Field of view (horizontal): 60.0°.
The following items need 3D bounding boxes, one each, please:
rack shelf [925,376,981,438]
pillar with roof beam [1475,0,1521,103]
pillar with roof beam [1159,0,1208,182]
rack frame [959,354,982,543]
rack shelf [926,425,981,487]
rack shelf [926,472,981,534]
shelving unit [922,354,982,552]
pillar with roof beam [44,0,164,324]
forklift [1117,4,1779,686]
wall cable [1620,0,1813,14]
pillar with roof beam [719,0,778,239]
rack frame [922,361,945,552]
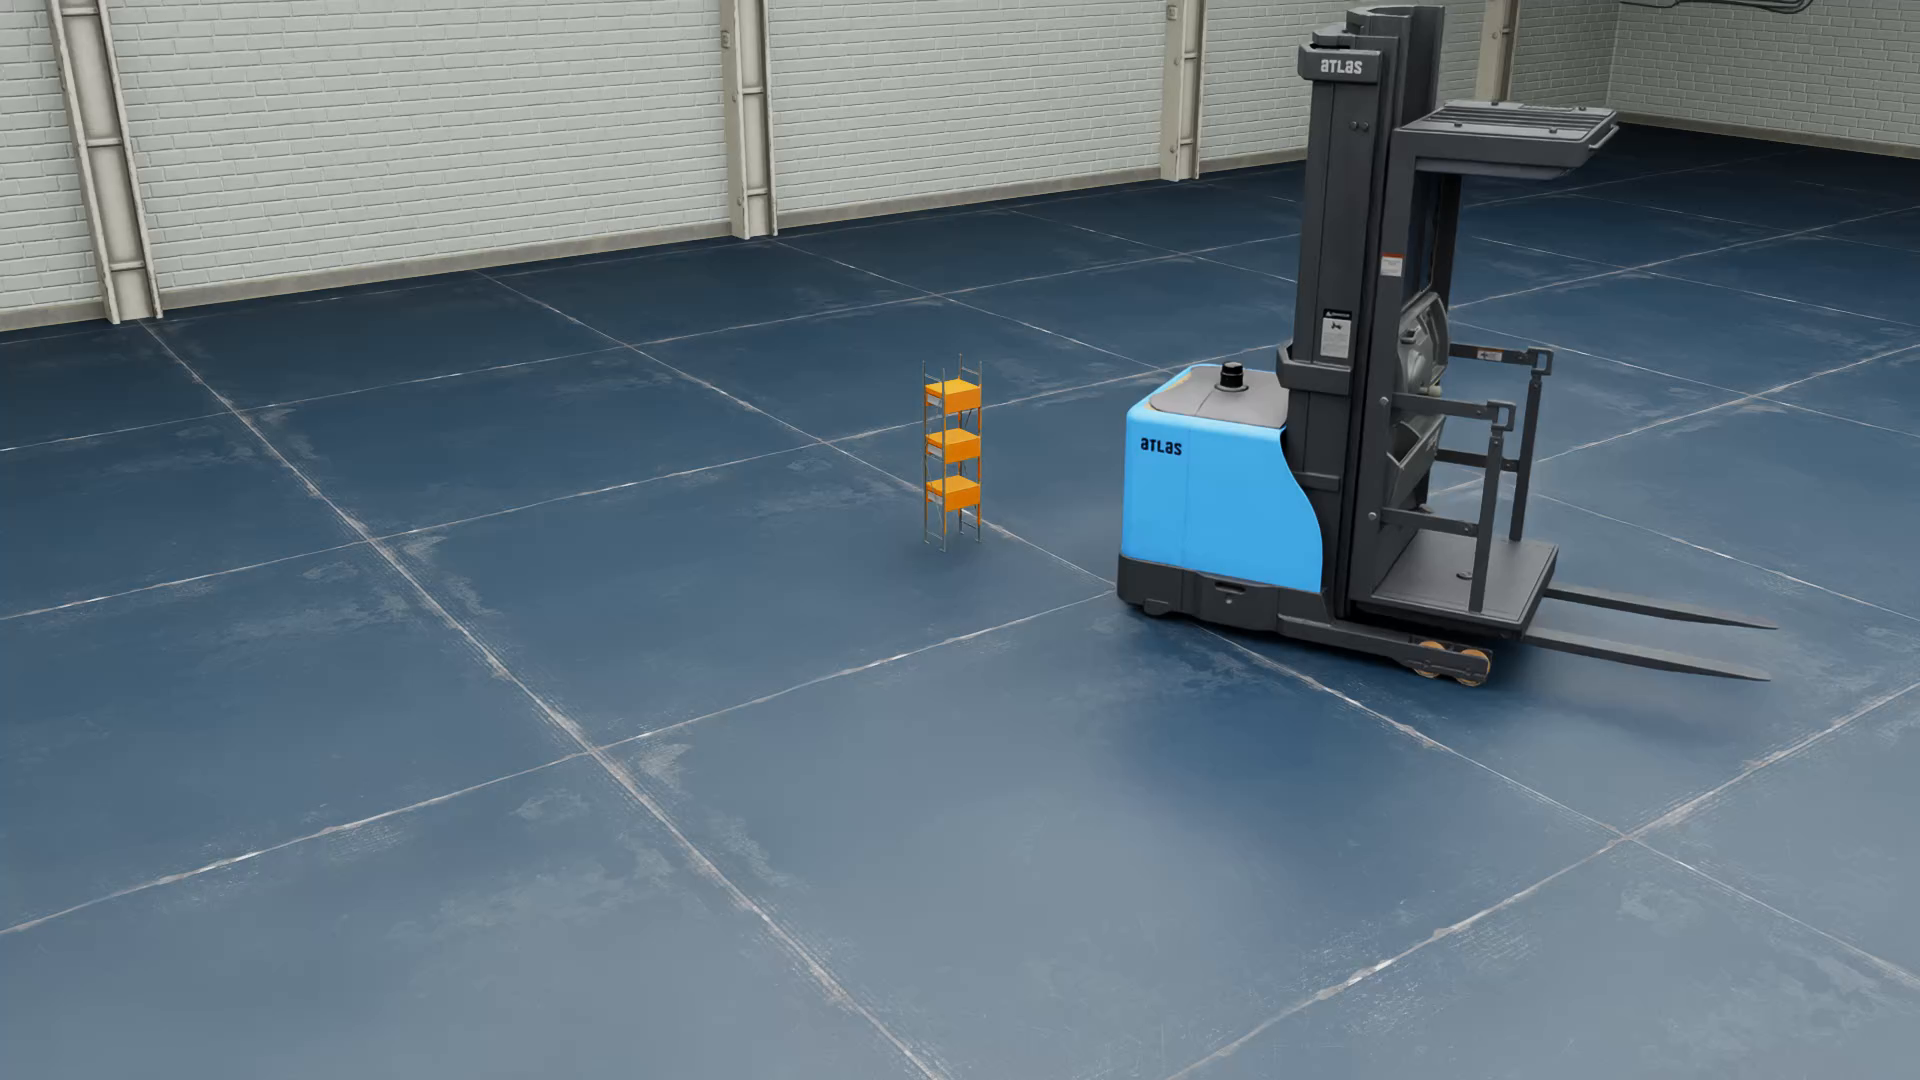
[{"bbox_3d":[-0.043,-0.730,9.072,0.240,0.259,0.215,-15,26,-33],"label":"rack shelf"},{"bbox_3d":[10.103,-8.677,18.999,0.400,9.000,9.100,-15,26,-33],"label":"pillar with roof beam"},{"bbox_3d":[5.233,-7.378,15.744,0.400,9.000,9.100,-15,26,-33],"label":"pillar with roof beam"},{"bbox_3d":[0.056,-0.502,9.239,0.008,1.050,0.200,-15,26,-33],"label":"rack frame"},{"bbox_3d":[-0.043,-0.466,9.177,0.240,0.259,0.215,-15,26,-33],"label":"rack shelf"},{"bbox_3d":[-0.043,-0.208,9.280,0.240,0.259,0.215,-15,26,-33],"label":"rack shelf"},{"bbox_3d":[-0.043,-0.476,9.173,0.252,1.050,0.215,-15,26,-33],"label":"shelving unit"},{"bbox_3d":[-4.508,-4.781,9.235,0.400,9.000,9.100,-15,26,-33],"label":"pillar with roof beam"},{"bbox_3d":[2.351,-0.910,7.722,3.031,2.935,1.130,11,24,25],"label":"forklift"},{"bbox_3d":[10.752,-8.770,23.421,0.112,2.526,3.097,-15,26,-33],"label":"wall cable"},{"bbox_3d":[0.362,-6.079,12.490,0.400,9.000,9.100,-15,26,-33],"label":"pillar with roof beam"},{"bbox_3d":[-0.142,-0.450,9.107,0.008,1.050,0.200,-15,26,-33],"label":"rack frame"}]
